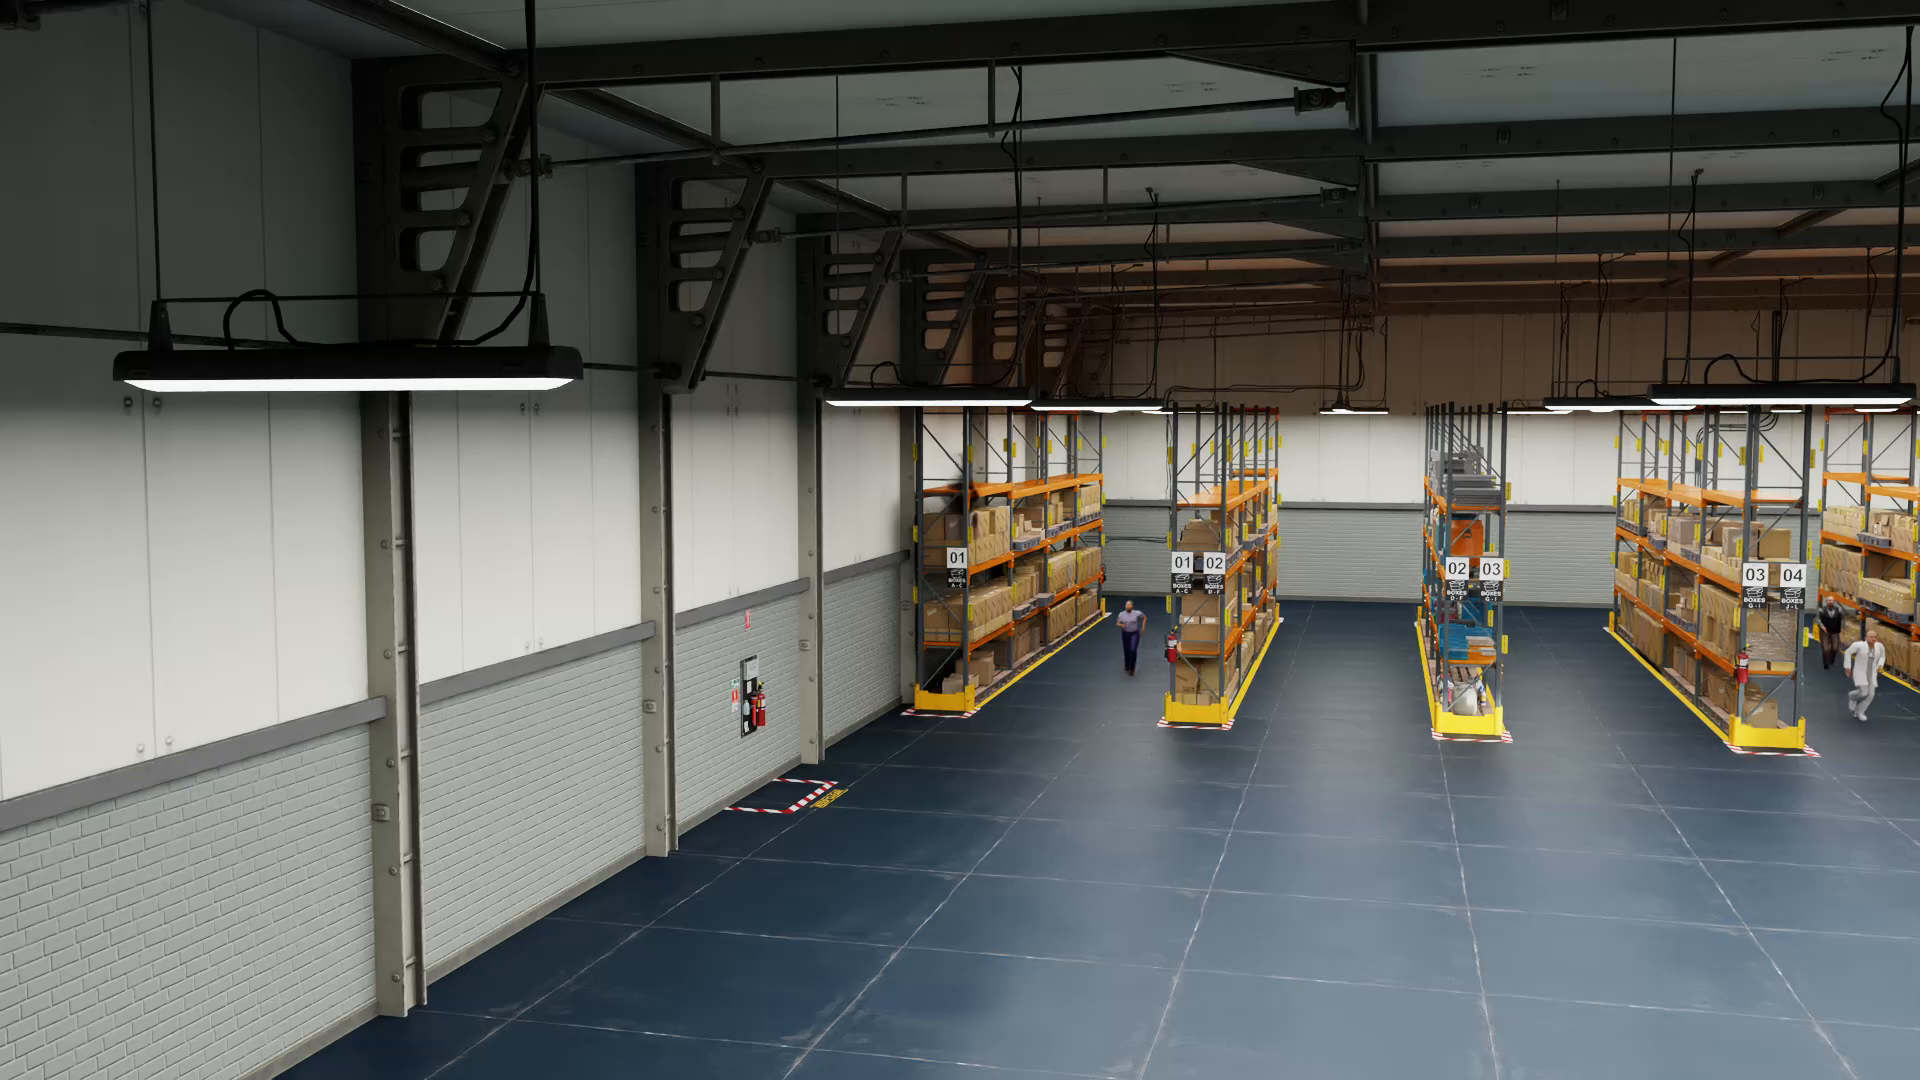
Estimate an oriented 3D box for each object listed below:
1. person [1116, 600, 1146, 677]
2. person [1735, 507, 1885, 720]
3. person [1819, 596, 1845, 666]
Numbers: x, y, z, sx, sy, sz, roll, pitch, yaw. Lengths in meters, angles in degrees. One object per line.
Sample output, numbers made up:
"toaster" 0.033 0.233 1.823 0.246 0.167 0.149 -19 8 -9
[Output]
"person" 3.808 2.177 37.025 0.611 1.696 0.883 1 4 18
"person" 21.200 1.210 40.224 10.507 3.100 17.228 0 4 -6
"person" 19.742 2.080 37.655 0.547 1.612 0.567 1 4 17
